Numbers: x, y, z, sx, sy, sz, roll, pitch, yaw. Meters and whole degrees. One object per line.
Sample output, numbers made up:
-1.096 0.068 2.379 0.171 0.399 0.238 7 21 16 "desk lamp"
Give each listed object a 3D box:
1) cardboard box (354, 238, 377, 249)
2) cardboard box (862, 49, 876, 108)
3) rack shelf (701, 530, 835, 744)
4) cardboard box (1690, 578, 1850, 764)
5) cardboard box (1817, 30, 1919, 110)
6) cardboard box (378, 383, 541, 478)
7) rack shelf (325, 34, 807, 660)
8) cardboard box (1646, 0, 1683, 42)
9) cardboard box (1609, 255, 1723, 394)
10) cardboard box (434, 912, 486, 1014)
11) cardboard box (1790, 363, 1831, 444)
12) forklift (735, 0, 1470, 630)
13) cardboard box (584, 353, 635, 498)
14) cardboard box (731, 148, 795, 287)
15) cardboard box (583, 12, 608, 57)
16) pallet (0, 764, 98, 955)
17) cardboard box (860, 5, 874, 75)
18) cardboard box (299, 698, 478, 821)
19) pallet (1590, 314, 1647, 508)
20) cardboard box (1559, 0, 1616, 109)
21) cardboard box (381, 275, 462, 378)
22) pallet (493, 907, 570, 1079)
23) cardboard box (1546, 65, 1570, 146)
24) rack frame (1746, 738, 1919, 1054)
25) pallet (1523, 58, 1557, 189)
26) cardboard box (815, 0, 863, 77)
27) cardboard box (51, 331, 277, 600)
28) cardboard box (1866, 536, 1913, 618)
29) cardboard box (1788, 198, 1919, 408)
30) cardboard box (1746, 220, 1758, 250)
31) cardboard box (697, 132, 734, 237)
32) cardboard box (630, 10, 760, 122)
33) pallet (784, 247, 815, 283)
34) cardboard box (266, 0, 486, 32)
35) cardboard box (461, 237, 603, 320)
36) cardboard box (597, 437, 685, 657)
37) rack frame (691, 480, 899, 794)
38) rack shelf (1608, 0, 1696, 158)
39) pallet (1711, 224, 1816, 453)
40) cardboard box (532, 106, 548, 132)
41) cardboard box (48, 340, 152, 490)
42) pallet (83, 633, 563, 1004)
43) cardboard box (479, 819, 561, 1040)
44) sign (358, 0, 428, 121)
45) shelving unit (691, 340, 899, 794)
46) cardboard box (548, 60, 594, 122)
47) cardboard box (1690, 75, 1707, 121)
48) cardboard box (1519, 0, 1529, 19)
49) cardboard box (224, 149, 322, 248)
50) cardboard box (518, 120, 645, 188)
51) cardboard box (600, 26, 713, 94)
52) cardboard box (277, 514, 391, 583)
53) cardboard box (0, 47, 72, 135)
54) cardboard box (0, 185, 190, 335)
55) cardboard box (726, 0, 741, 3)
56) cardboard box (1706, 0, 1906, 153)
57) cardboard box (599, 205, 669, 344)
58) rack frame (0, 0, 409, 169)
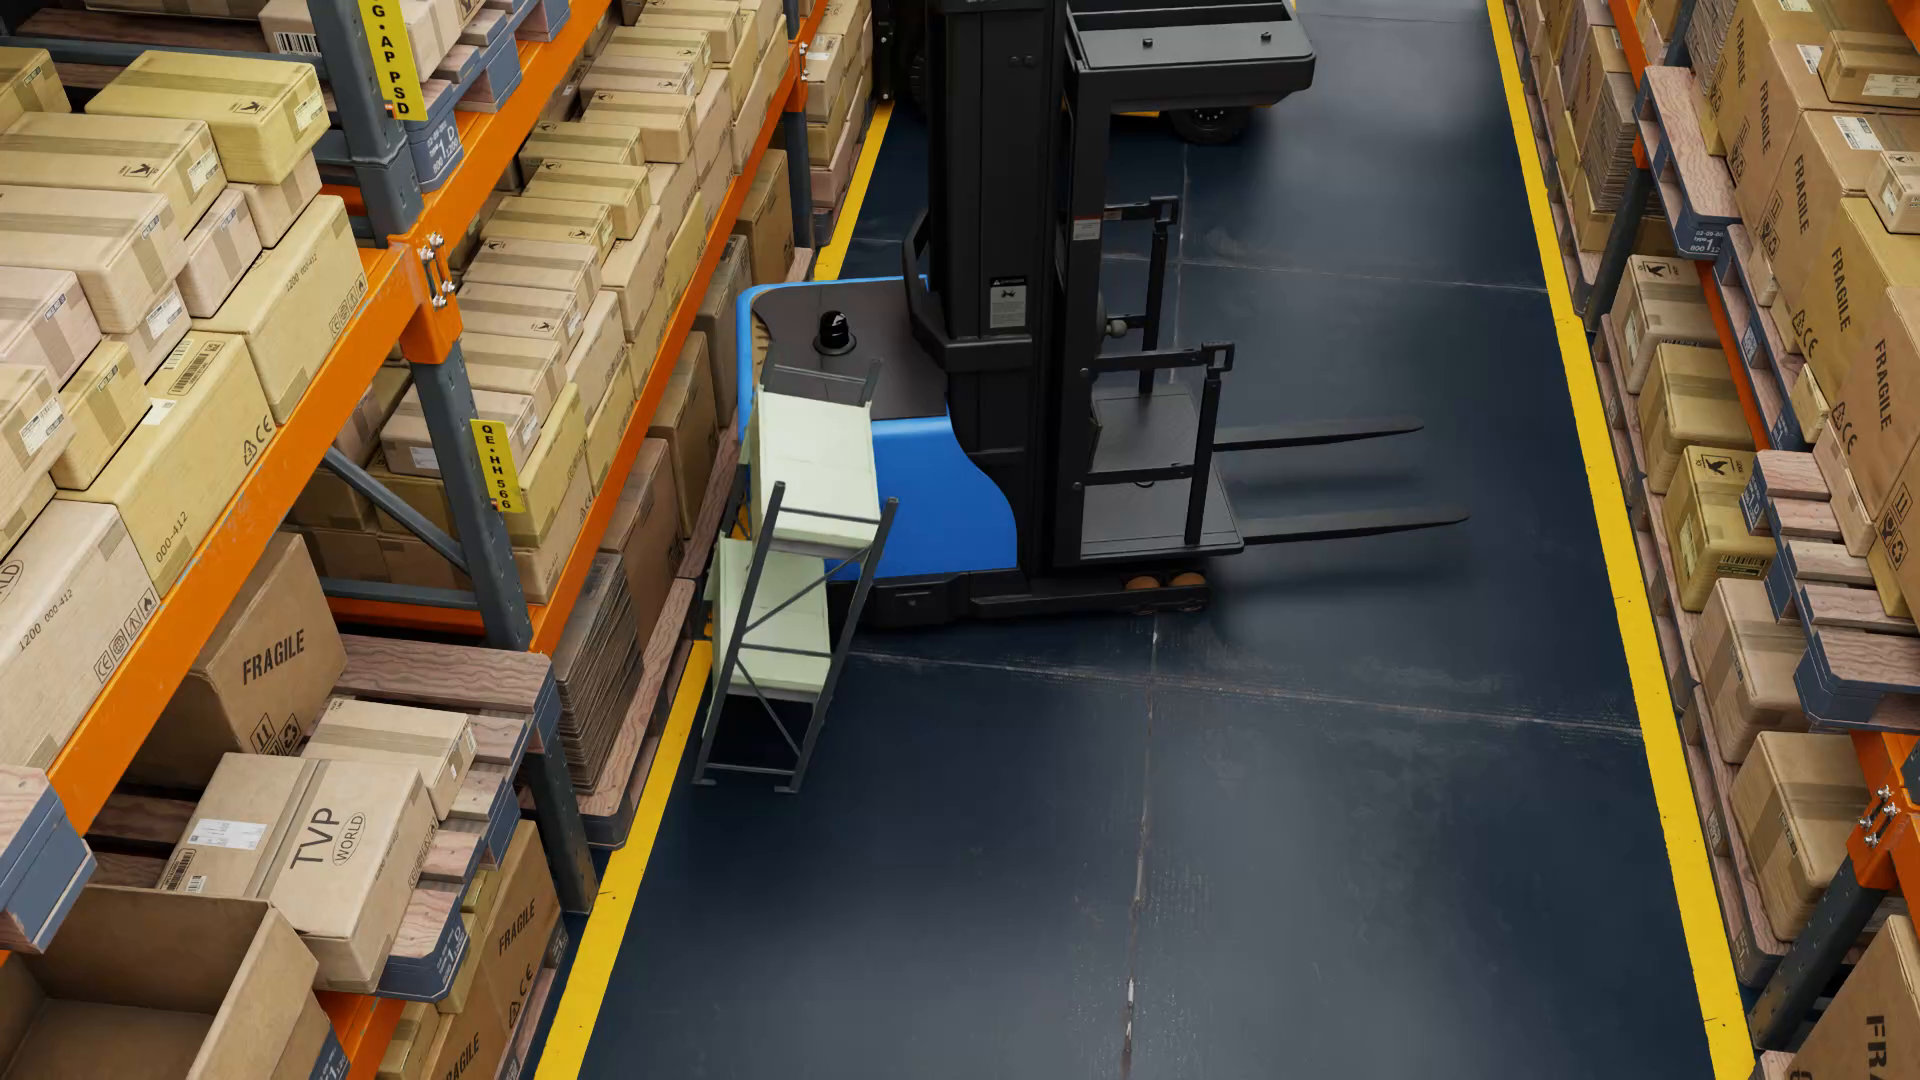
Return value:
-1.971 -0.893 5.489 0.380 0.149 0.250 4 44 5 "cardboard box"
-0.770 -2.727 9.665 0.500 0.250 0.500 6 44 6 "cardboard box"
-0.724 0.366 6.196 0.431 0.370 0.720 8 42 -15 "rack shelf"
3.300 0.514 6.153 0.950 0.372 0.625 4 44 5 "cardboard box"
3.200 -1.620 5.735 0.380 0.149 0.250 8 44 8 "cardboard box"
-1.461 -0.311 4.874 0.380 0.149 0.250 6 44 7 "cardboard box"
-1.530 -0.950 6.617 1.077 0.370 4.000 5 44 6 "rack shelf"
3.467 -2.595 7.543 0.500 0.500 0.500 4 44 4 "cardboard box"
3.588 -0.966 7.717 0.950 0.372 0.625 6 44 6 "cardboard box"
-1.614 1.220 4.843 0.380 0.149 0.250 3 44 3 "cardboard box"
2.952 -0.430 5.422 0.380 0.149 0.250 6 44 6 "cardboard box"
0.622 -1.111 6.314 3.031 2.935 1.130 -4 44 -5 "forklift"
-1.423 -0.416 5.639 0.500 0.250 0.500 4 44 5 "cardboard box"
-1.324 -1.508 8.105 0.875 0.625 0.625 7 44 7 "cardboard box"
-1.660 -2.102 6.766 0.380 0.149 0.250 5 44 5 "cardboard box"
-2.034 0.712 2.294 1.213 0.211 1.003 5 44 6 "pallet"
-0.754 -2.896 9.480 0.500 0.250 0.500 5 44 5 "cardboard box"
-1.501 0.573 4.363 0.380 0.149 0.250 6 44 6 "cardboard box"
3.553 -0.582 7.734 1.003 0.211 1.213 5 44 6 "pallet"
3.599 -2.674 9.064 0.500 0.500 0.500 7 44 8 "cardboard box"
-1.945 -0.655 5.528 0.500 0.250 0.500 6 44 6 "cardboard box"
-1.931 1.670 5.355 1.003 0.211 1.213 5 44 6 "pallet"
3.599 -2.417 9.338 0.500 0.250 0.500 6 44 6 "cardboard box"
3.126 0.600 4.456 1.000 3.000 0.127 5 44 6 "rack frame"
3.867 -2.408 9.662 1.003 0.211 1.213 5 44 6 "pallet"
-0.813 -2.740 8.952 0.500 0.250 0.500 5 44 6 "cardboard box"
-1.688 -0.168 3.196 0.500 0.250 0.500 5 44 6 "cardboard box"
2.900 0.105 4.857 0.380 0.149 0.250 6 44 6 "cardboard box"
3.033 -0.729 5.266 0.500 0.500 0.500 3 43 3 "cardboard box"
3.155 -1.130 6.161 0.380 0.149 0.250 6 44 6 "cardboard box"
-1.230 -1.474 6.756 0.500 0.250 0.500 5 44 6 "cardboard box"
-1.138 -1.992 6.940 0.500 0.250 0.500 4 44 4 "cardboard box"
-1.325 -1.056 8.234 1.003 0.211 1.213 5 44 6 "pallet"
-1.458 -1.634 4.184 0.500 0.500 0.500 6 44 6 "cardboard box"
-1.396 -0.849 5.443 0.380 0.149 0.250 6 44 6 "cardboard box"
-1.620 -0.008 6.521 0.875 0.625 0.625 7 44 7 "cardboard box"
-0.595 0.384 5.724 0.400 1.500 0.023 8 42 -15 "rack frame"
3.919 -3.227 9.022 1.077 0.370 4.000 5 44 6 "rack shelf"
3.347 -0.683 5.951 1.003 0.211 1.213 5 44 6 "pallet"
-1.773 -1.591 6.227 0.380 0.149 0.250 6 44 6 "cardboard box"
-1.706 -0.239 2.981 0.380 0.149 0.250 5 44 6 "cardboard box"
-1.815 0.690 4.502 1.213 0.211 1.003 5 44 6 "pallet"
-1.638 1.215 5.320 0.500 0.500 0.500 6 44 7 "cardboard box"
-1.257 -1.074 3.668 0.100 0.325 0.005 5 44 6 "sign"
-0.633 0.133 5.987 0.431 1.500 0.755 8 42 -15 "shelving unit"
-1.743 -1.688 6.619 0.500 0.250 0.500 4 44 5 "cardboard box"
3.268 -1.839 6.910 0.380 0.149 0.250 6 44 6 "cardboard box"
3.803 -3.481 10.461 0.500 0.250 0.500 5 44 5 "cardboard box"
-1.603 -0.764 3.535 0.380 0.149 0.250 6 44 6 "cardboard box"
-1.362 -1.377 6.000 0.380 0.149 0.250 5 44 6 "cardboard box"
-1.192 -1.889 6.542 0.380 0.149 0.250 4 44 5 "cardboard box"
-1.989 -0.123 5.330 0.500 0.250 0.500 4 44 5 "cardboard box"
-2.118 -0.910 3.473 0.380 0.149 0.250 4 44 4 "cardboard box"
-1.671 -0.519 3.060 0.380 0.149 0.250 4 44 4 "cardboard box"
-1.107 -2.416 7.097 0.380 0.149 0.250 5 44 5 "cardboard box"
3.243 -1.788 6.384 0.500 0.500 0.500 5 44 6 "cardboard box"
-1.340 -0.952 5.841 0.500 0.250 0.500 4 44 4 "cardboard box"
-1.795 -2.027 2.868 1.000 3.000 0.127 5 44 6 "rack frame"
